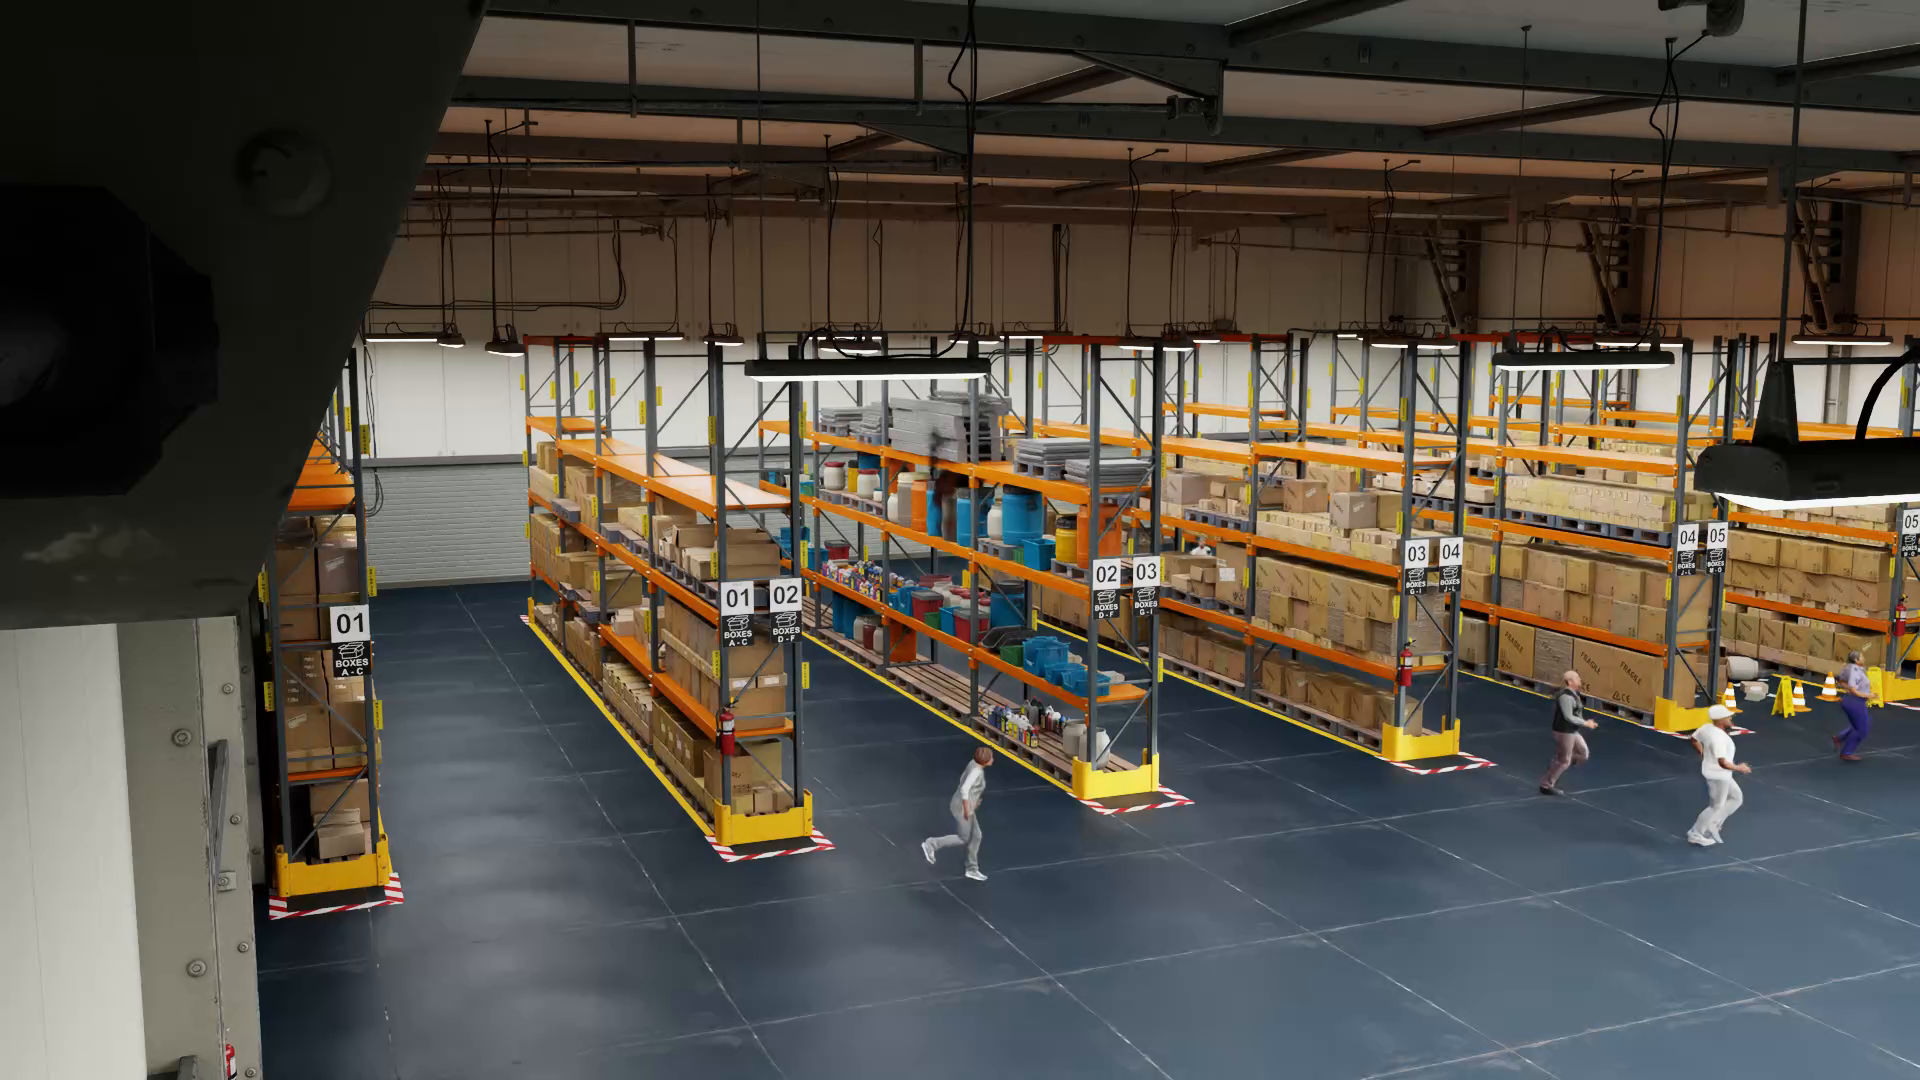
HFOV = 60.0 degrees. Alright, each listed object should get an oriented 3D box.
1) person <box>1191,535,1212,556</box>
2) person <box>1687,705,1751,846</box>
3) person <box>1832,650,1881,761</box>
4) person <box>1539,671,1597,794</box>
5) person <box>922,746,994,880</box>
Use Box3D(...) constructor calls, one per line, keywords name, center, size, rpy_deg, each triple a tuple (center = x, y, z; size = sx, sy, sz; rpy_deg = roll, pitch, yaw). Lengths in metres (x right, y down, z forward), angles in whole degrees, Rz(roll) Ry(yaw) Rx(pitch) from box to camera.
Box3D(name="person", center=(5.294, 0.698, 36.240), size=(0.639, 1.653, 0.671), rpy_deg=(-3, 8, -18))
Box3D(name="person", center=(9.126, 2.825, 19.990), size=(0.653, 1.737, 0.712), rpy_deg=(2, 8, 13))
Box3D(name="person", center=(12.883, 2.371, 23.880), size=(0.561, 1.599, 0.569), rpy_deg=(3, 8, 21))
Box3D(name="person", center=(8.133, 2.559, 22.182), size=(0.697, 1.677, 0.680), rpy_deg=(4, 8, 25))
Box3D(name="person", center=(-0.028, 3.100, 18.866), size=(0.818, 1.547, 0.539), rpy_deg=(-1, 8, -6))
